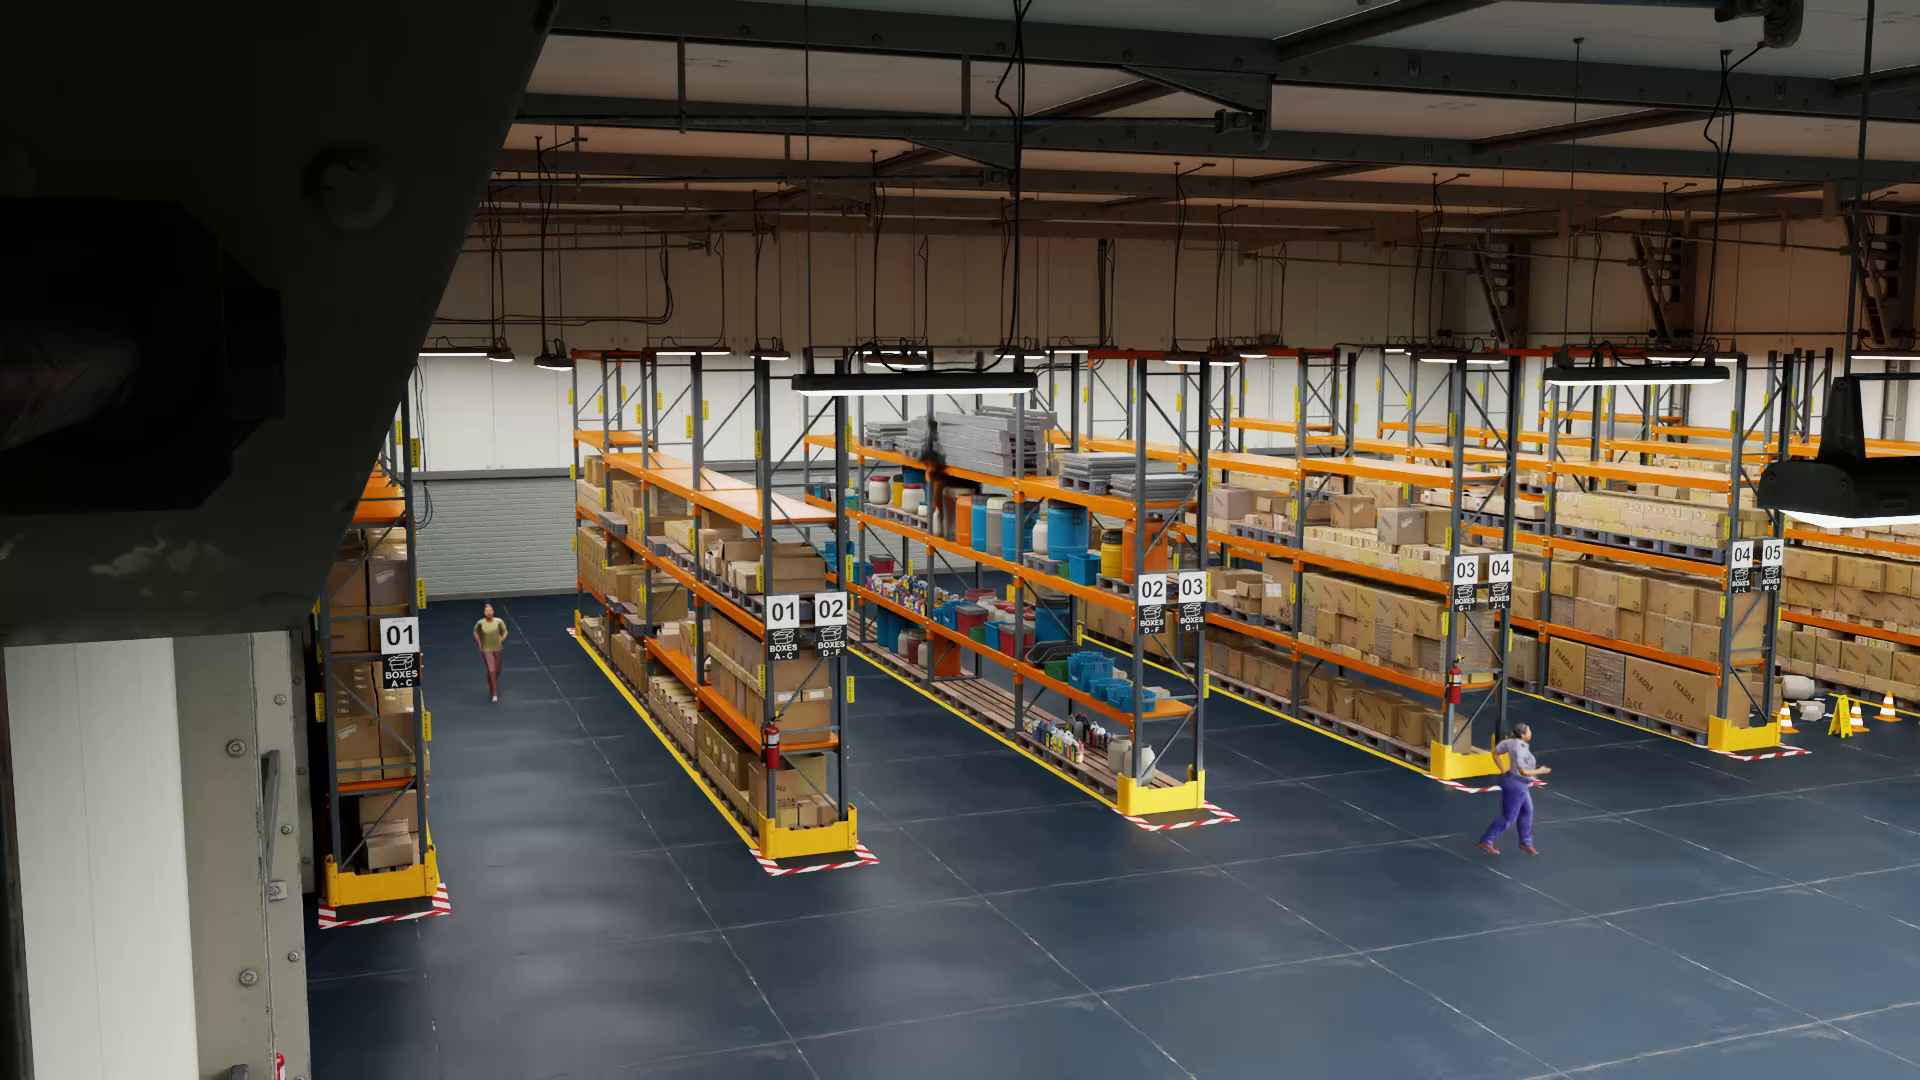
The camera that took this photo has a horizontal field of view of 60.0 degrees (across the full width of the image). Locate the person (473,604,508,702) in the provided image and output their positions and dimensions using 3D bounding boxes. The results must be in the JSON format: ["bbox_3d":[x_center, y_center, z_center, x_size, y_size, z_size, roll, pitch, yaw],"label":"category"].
[{"bbox_3d":[-8.140,1.931,28.906,0.572,1.666,0.802,-3,8,-22],"label":"person"}]

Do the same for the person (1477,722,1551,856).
[{"bbox_3d":[6.686,3.036,20.101,0.836,1.699,0.564,1,7,6],"label":"person"}]

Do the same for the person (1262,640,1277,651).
[{"bbox_3d":[6.005,1.482,31.950,0.644,1.734,0.904,-3,8,-22],"label":"person"}]
